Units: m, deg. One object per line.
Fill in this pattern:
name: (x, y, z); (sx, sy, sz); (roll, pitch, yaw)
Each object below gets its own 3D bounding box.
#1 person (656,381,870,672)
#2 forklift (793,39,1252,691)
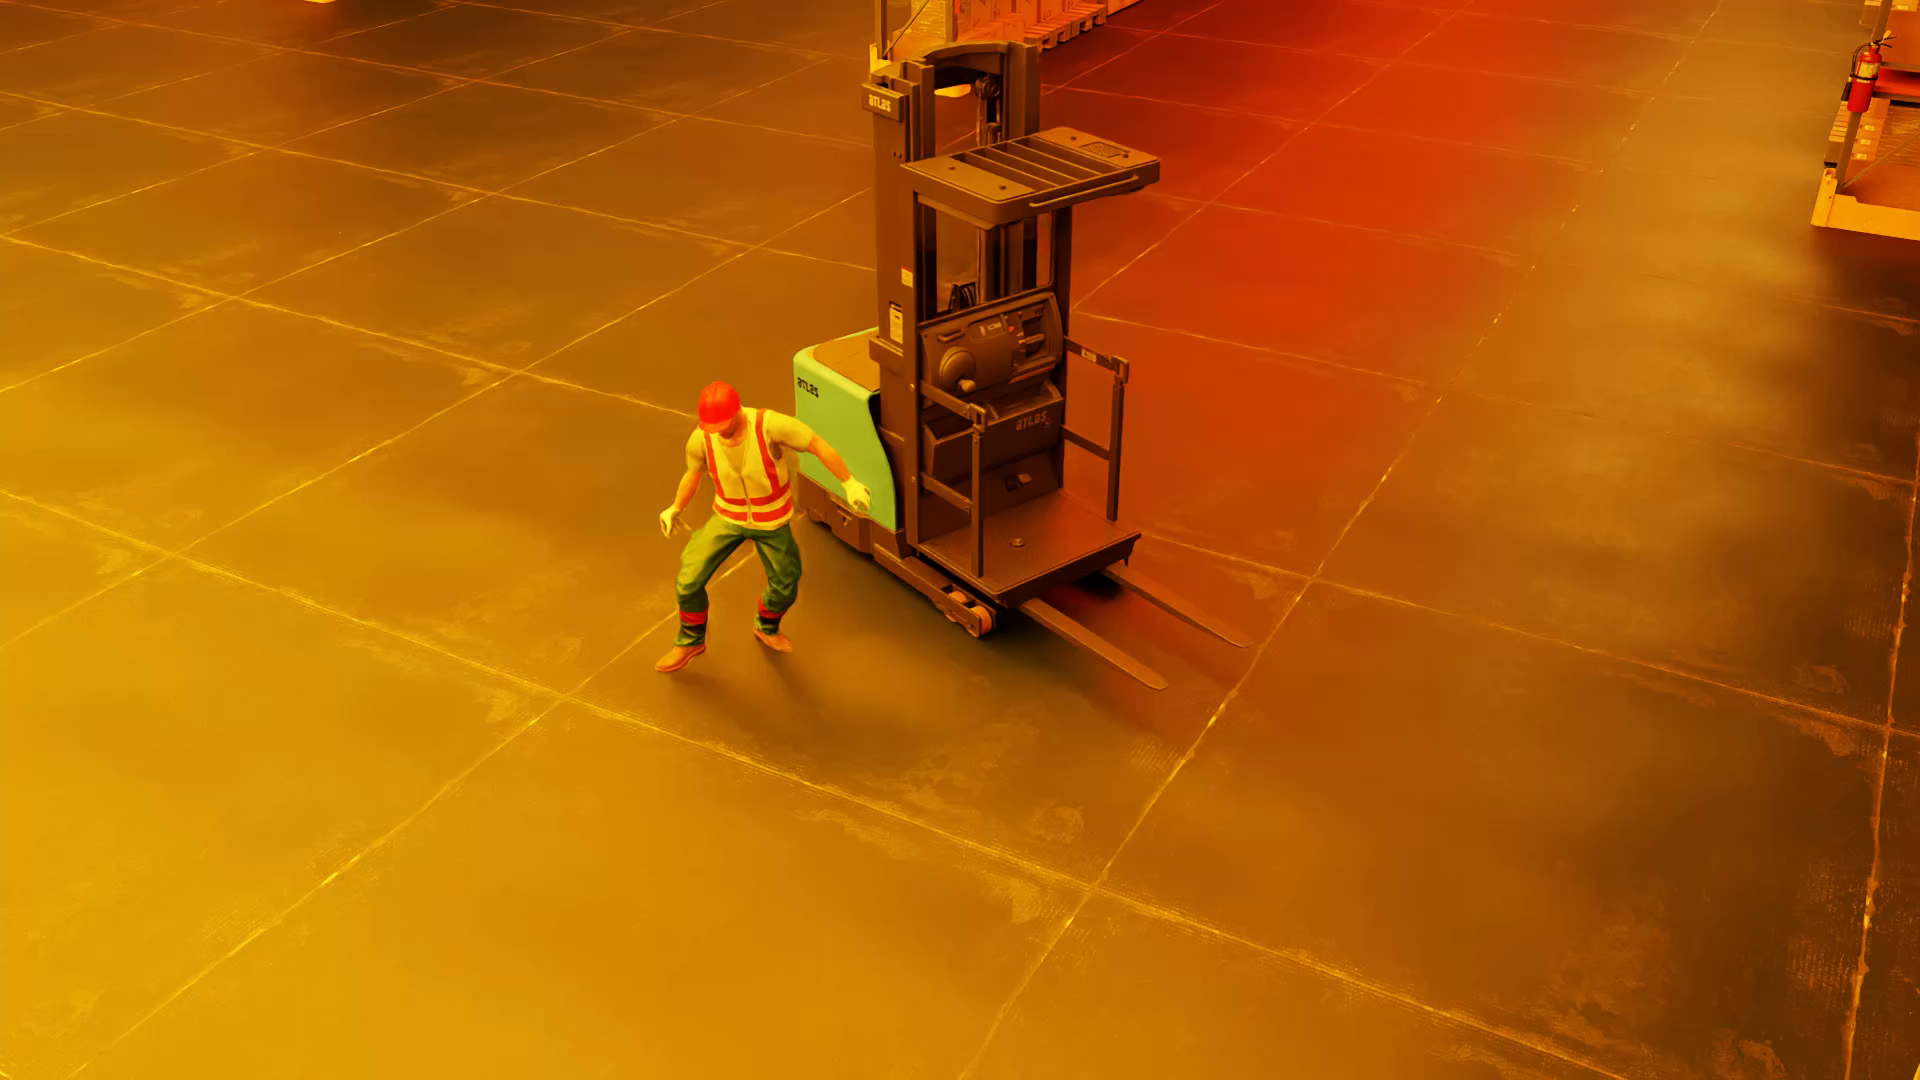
person: (-1.029, -0.081, 8.501); (1.145, 1.704, 0.560); (-1, 30, -2)
forklift: (0.314, -1.024, 8.845); (1.130, 2.935, 3.031); (-22, 36, -33)
